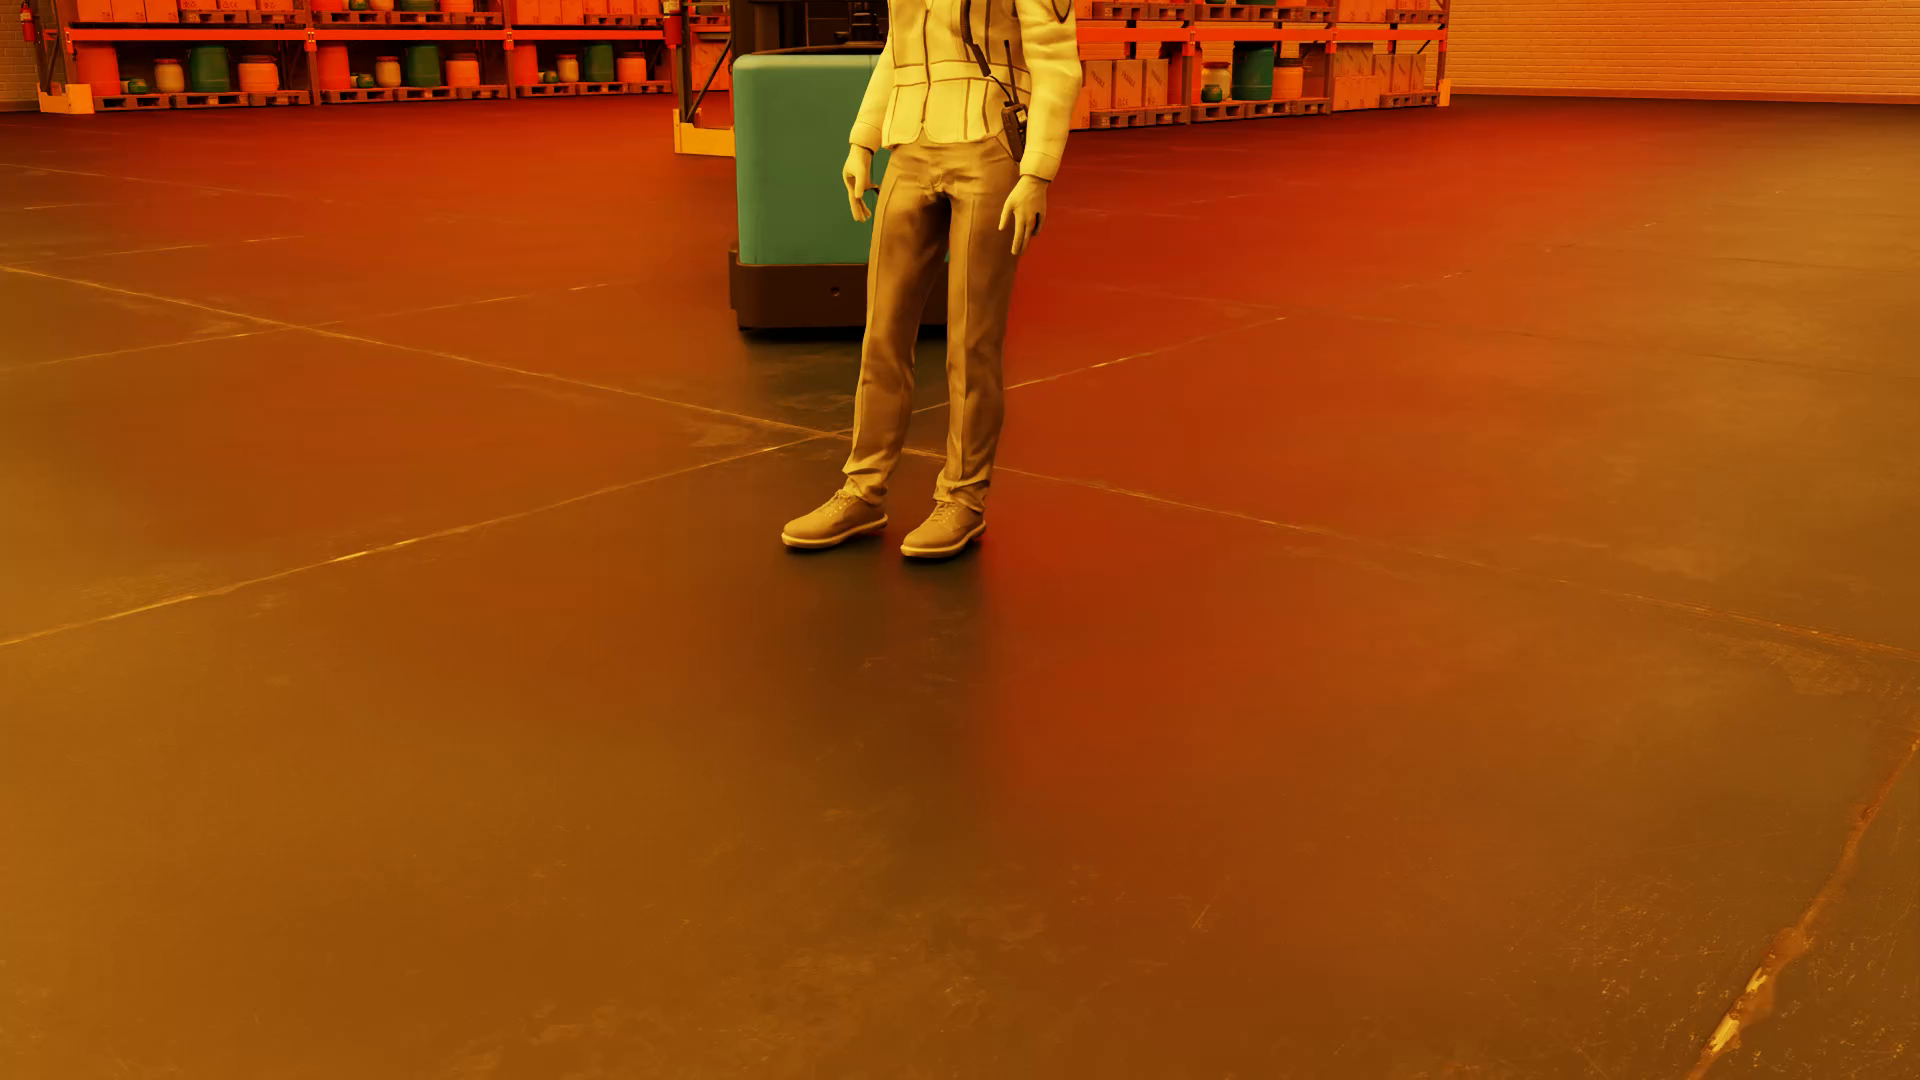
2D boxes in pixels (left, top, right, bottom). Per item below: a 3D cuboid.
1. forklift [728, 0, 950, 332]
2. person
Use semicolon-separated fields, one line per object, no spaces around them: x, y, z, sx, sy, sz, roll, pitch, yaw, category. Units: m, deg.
-0.487;-2.594;7.442;1.130;2.935;3.031;-2;17;-6;forklift
-0.049;-0.804;3.648;0.586;1.694;0.531;13;21;37;person
